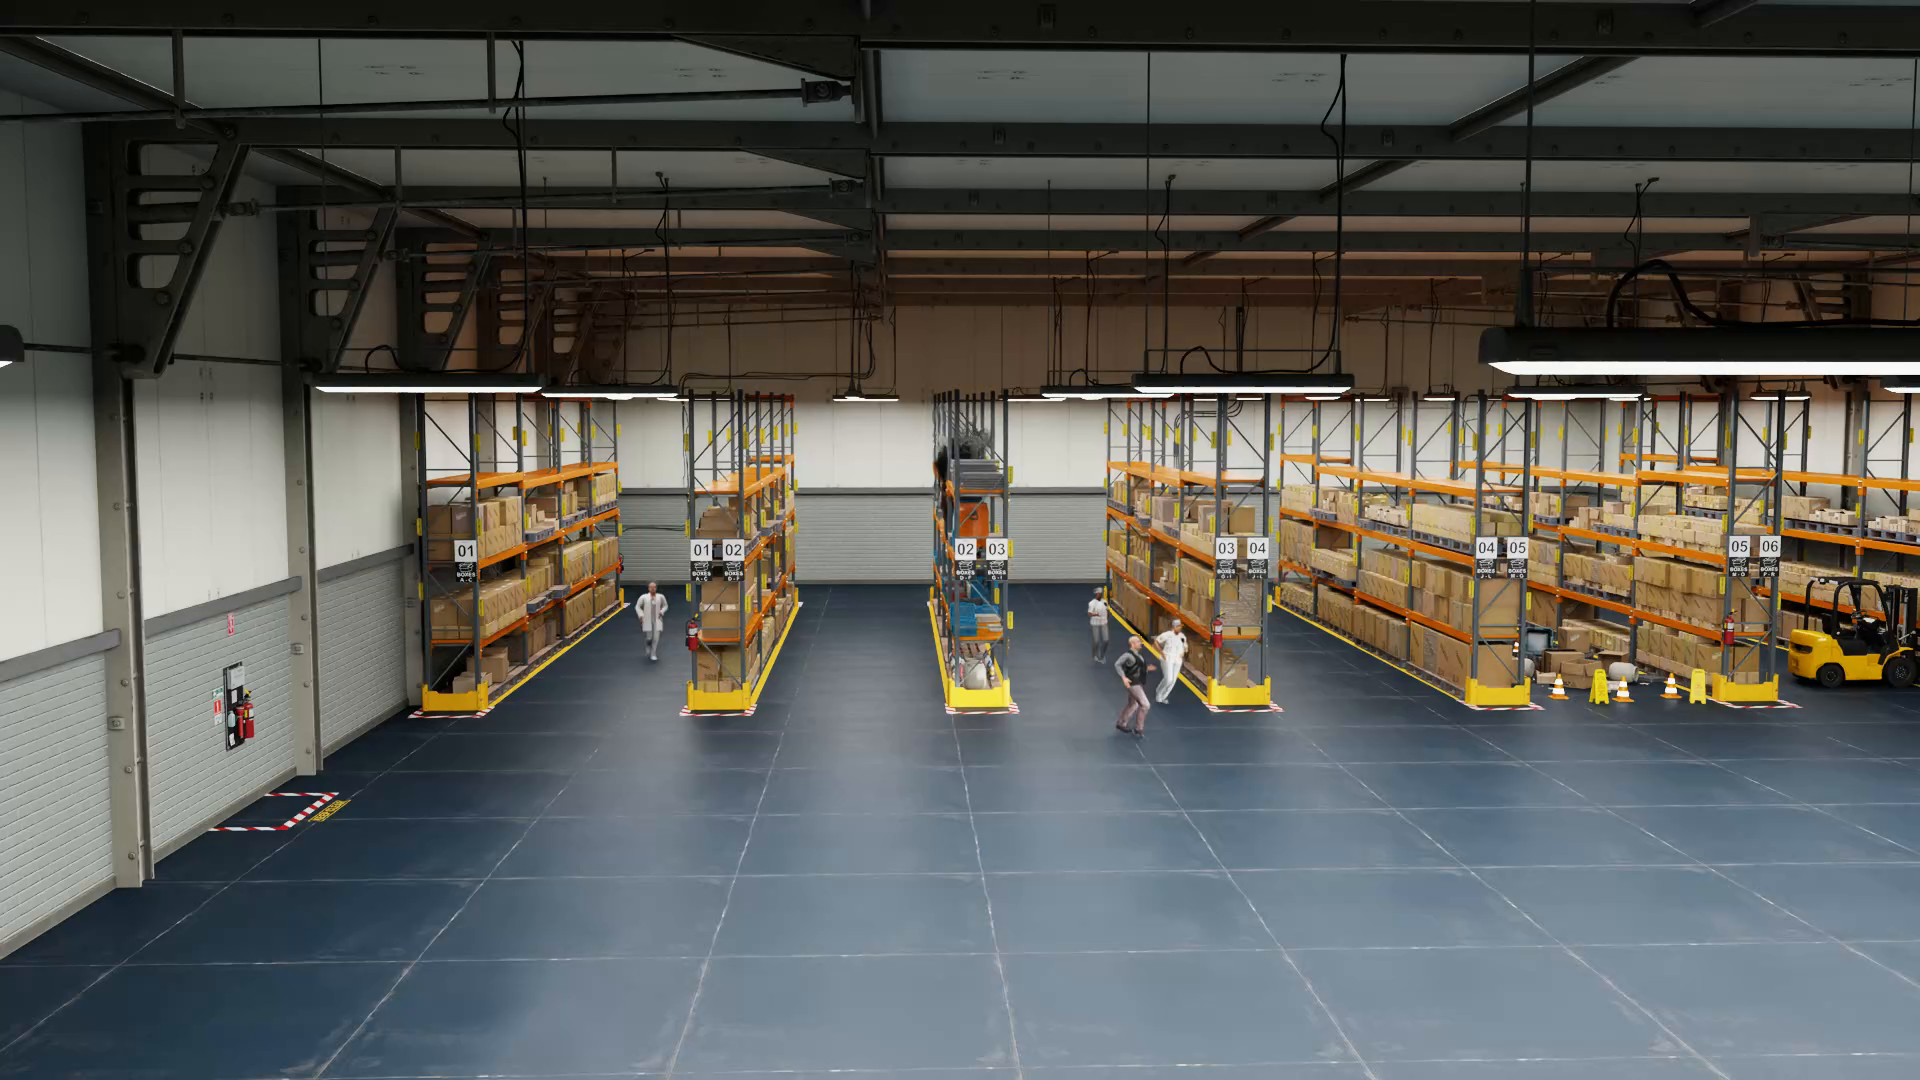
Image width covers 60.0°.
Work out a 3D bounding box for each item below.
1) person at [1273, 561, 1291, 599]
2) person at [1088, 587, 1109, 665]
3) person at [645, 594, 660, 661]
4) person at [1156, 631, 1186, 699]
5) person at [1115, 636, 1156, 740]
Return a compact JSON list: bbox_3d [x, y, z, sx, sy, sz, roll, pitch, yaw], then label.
[{"bbox_3d":[9.523,0.925,48.869,0.673,1.664,0.634,-1,5,-16],"label":"person"},{"bbox_3d":[3.084,1.899,36.655,0.558,1.728,0.667,-1,5,-11],"label":"person"},{"bbox_3d":[-6.883,1.938,37.289,0.638,1.493,0.702,-2,5,-19],"label":"person"},{"bbox_3d":[4.039,2.399,31.741,0.516,1.337,0.530,-2,5,-20],"label":"person"},{"bbox_3d":[2.992,2.543,28.523,0.752,1.784,0.521,2,5,25],"label":"person"}]
